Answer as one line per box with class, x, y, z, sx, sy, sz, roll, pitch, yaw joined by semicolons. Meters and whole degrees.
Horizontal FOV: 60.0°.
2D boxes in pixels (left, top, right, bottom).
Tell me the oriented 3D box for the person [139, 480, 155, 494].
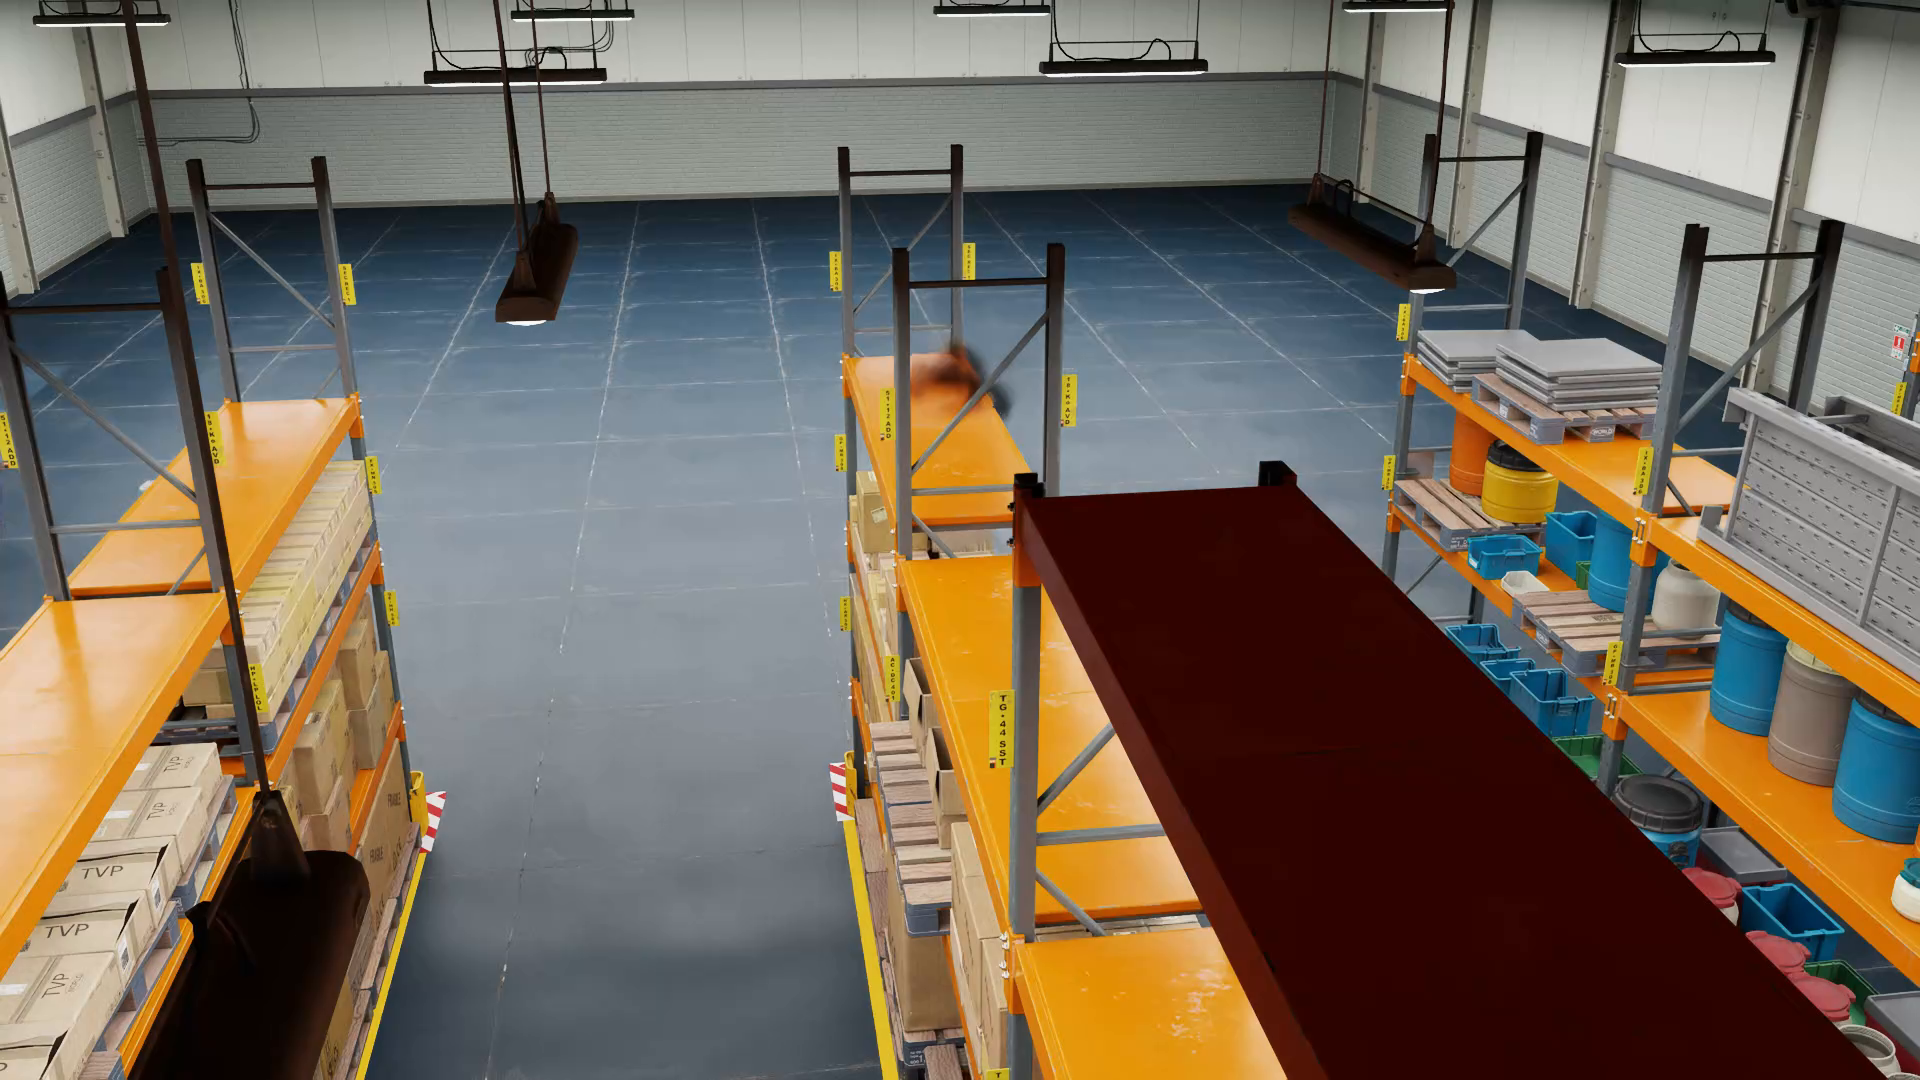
person;-8.985;0.181;18.764;0.879;1.792;0.653;17;27;37
